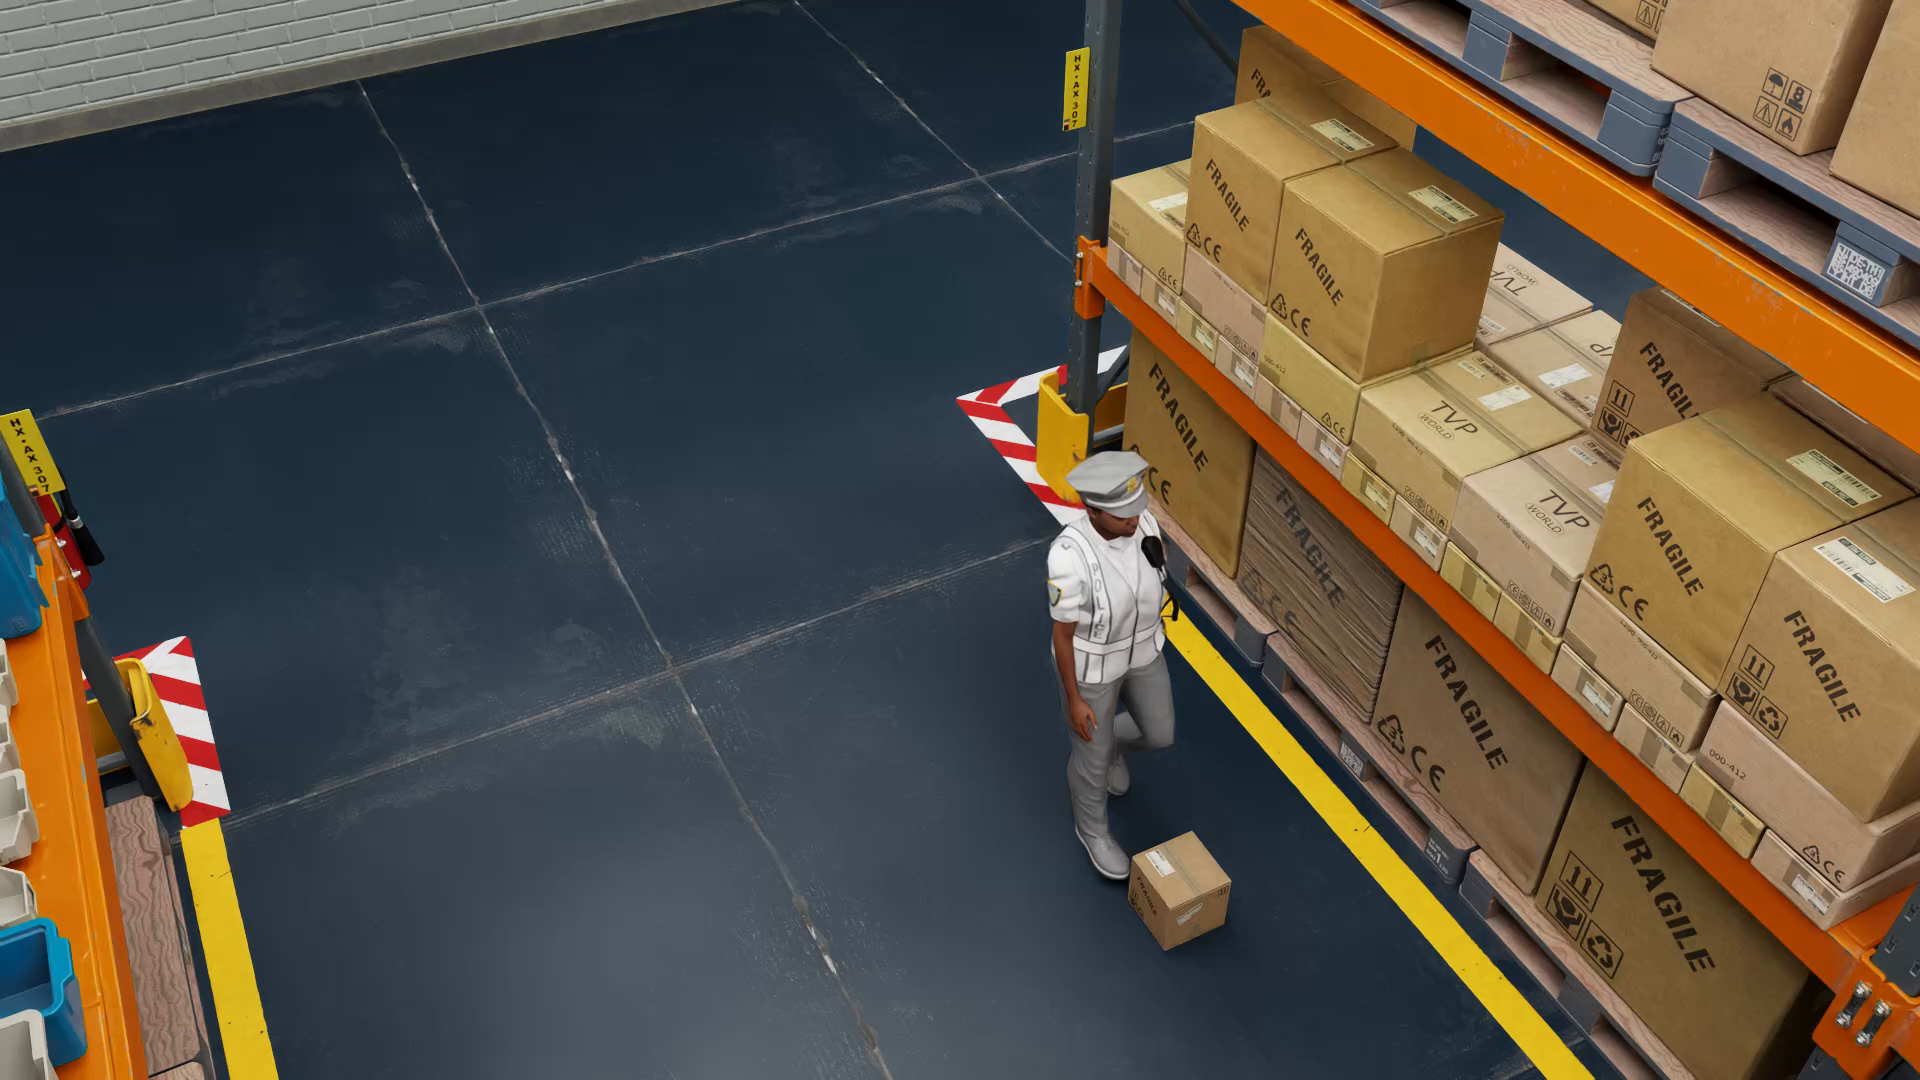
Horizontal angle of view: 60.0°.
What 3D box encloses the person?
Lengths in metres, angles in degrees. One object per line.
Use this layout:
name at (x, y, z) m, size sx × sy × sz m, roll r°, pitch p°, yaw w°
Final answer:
person at (0.517, 0.421, 5.641) m, size 0.468 × 1.677 × 0.557 m, roll -23°, pitch 46°, yaw -24°
